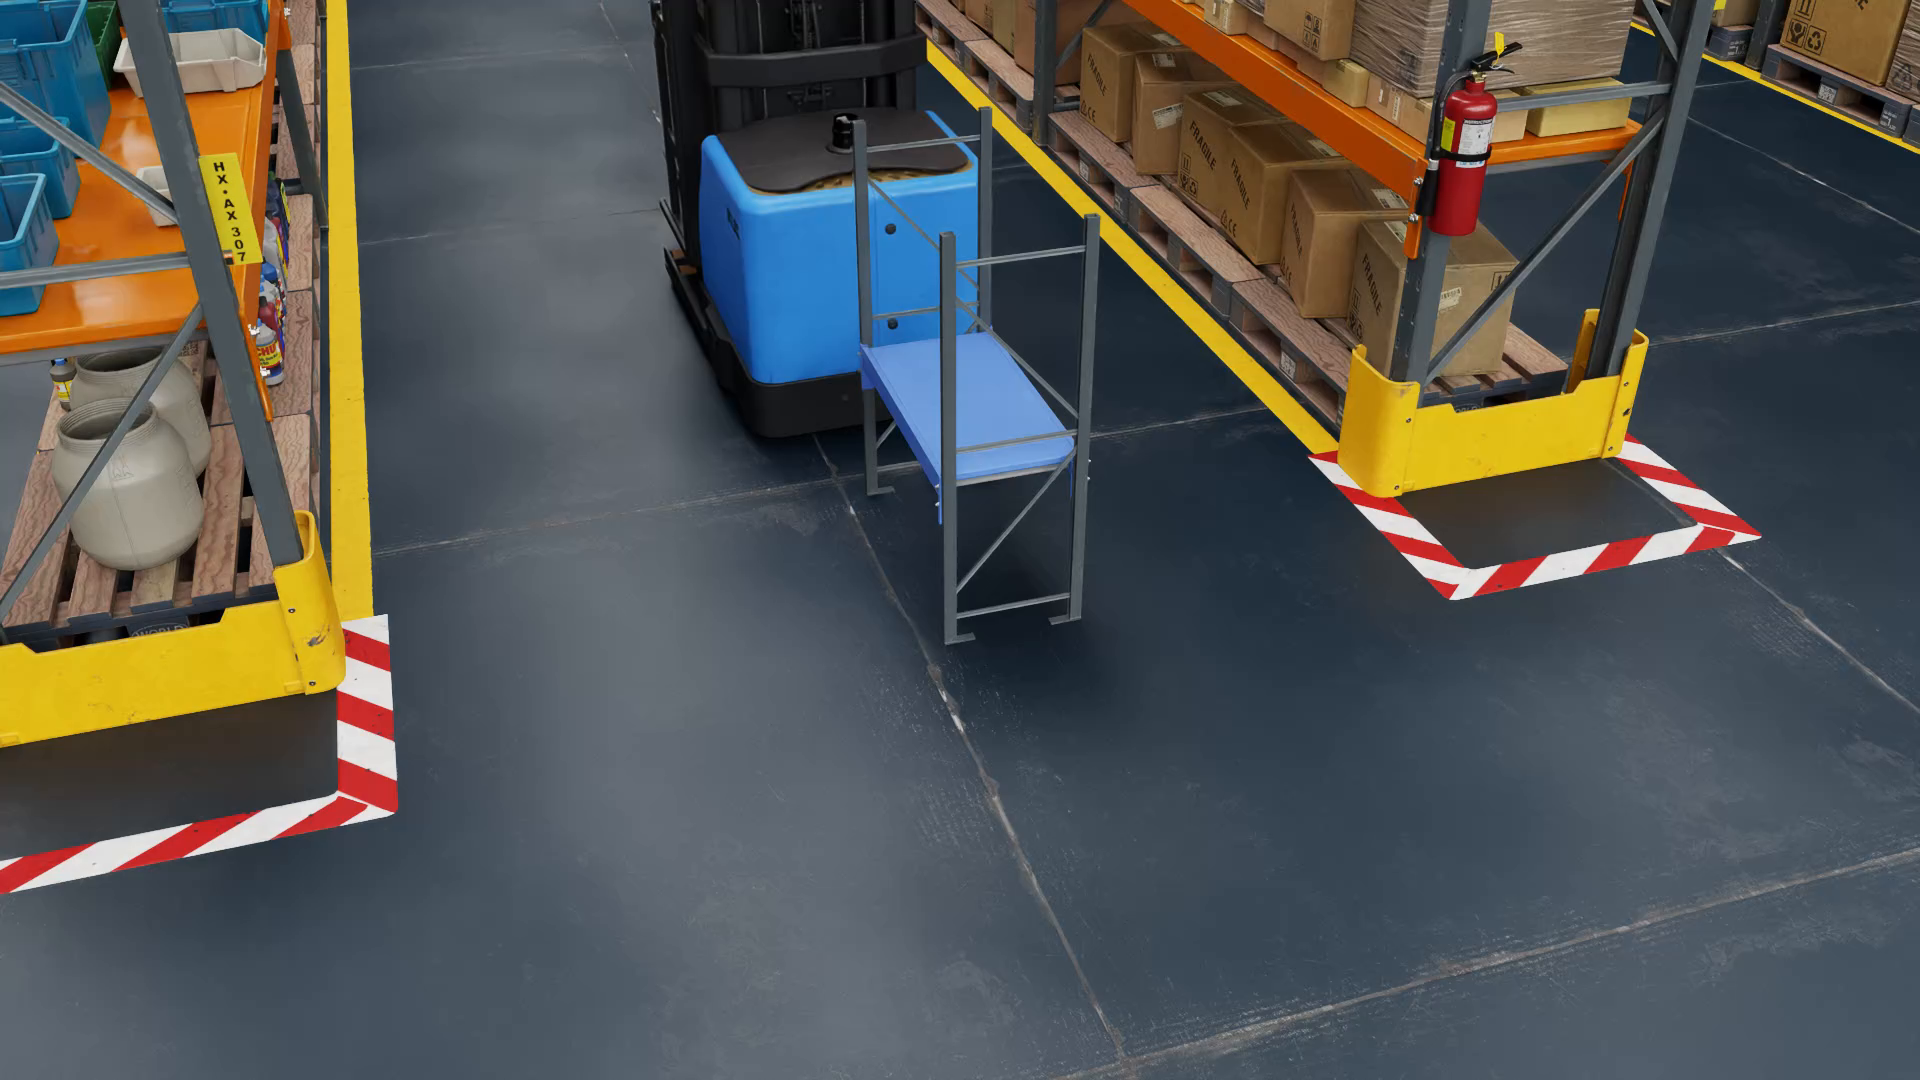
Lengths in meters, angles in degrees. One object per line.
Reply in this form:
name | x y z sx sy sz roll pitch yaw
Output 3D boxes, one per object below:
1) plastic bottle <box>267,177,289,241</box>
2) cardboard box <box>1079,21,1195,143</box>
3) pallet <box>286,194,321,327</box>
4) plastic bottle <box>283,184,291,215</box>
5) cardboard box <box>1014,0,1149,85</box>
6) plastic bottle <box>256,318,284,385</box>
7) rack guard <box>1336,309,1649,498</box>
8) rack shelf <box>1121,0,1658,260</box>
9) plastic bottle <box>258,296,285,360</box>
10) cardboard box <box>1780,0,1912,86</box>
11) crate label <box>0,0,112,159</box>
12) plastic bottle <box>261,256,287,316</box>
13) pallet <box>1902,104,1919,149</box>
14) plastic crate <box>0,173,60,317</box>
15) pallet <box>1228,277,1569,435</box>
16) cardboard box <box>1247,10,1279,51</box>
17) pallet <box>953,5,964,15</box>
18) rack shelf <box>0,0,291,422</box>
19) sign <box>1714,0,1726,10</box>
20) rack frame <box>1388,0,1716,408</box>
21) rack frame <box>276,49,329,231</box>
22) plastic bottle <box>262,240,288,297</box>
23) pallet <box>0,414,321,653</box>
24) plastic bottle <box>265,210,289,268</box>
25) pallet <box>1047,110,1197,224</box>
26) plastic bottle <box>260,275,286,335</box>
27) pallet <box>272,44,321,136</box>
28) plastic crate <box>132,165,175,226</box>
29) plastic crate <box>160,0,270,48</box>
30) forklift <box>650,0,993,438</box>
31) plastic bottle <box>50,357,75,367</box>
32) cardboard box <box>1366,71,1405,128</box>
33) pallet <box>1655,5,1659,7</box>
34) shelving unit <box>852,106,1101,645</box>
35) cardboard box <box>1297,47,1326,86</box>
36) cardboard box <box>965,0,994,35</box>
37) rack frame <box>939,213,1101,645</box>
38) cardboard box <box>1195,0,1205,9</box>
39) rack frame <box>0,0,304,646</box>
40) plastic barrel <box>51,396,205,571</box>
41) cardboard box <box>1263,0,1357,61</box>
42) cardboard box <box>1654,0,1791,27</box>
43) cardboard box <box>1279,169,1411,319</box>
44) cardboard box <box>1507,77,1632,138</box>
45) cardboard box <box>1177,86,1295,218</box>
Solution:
plastic bottle | -3.327 -1.612 7.972 0.144 0.351 0.185 -11 35 -16
cardboard box | 1.003 -2.572 9.307 0.500 0.500 0.500 -11 35 -16
pallet | -3.633 -1.300 8.026 1.003 0.211 1.213 -10 35 -15
plastic bottle | -3.391 -1.701 8.243 0.097 0.201 0.097 0 33 0
cardboard box | 0.752 -3.123 10.123 0.700 0.500 0.500 -13 36 -18
plastic bottle | -2.834 -0.773 6.774 0.097 0.271 0.097 0 33 0
rack guard | 2.116 -0.553 6.633 1.175 0.500 0.348 -10 35 -15
rack shelf | 1.529 -2.306 7.671 1.077 0.370 4.000 -10 35 -15
plastic bottle | -2.886 -0.900 6.955 0.061 0.283 0.133 -9 35 -14
cardboard box | 5.798 -3.384 10.197 0.875 0.875 0.875 -9 35 -14
crate label | -3.397 -1.659 6.007 0.502 0.435 0.616 -10 35 -15
plastic bottle | -3.031 -1.112 7.287 0.097 0.271 0.097 0 33 0
pallet | 6.206 -2.220 9.418 1.003 0.211 1.213 -10 35 -15
plastic crate | -3.016 -0.874 4.986 0.499 0.251 0.616 -10 35 -15
pallet | 1.901 -0.865 7.368 1.003 0.211 1.213 -10 35 -15
cardboard box | 1.458 -2.220 7.116 0.380 0.149 0.250 -10 35 -15
pallet | -0.065 -4.182 12.388 1.003 0.211 1.213 -10 35 -15
rack shelf | -3.188 -1.473 6.411 1.077 0.370 4.000 -10 35 -15
sign | 2.655 -2.009 5.783 0.100 0.325 0.005 -10 35 -15
rack frame | 2.139 -1.556 5.884 1.000 3.000 0.127 -10 35 -15
rack frame | -3.798 -2.823 7.802 1.000 3.000 0.127 -10 35 -15
plastic bottle | -3.124 -1.224 7.454 0.152 0.276 0.135 -9 35 -14
pallet | -2.889 -0.019 6.087 1.003 0.211 1.213 -10 35 -15
plastic bottle | -3.179 -1.405 7.720 0.061 0.283 0.133 -8 34 -12
pallet | 1.157 -2.146 9.306 1.003 0.211 1.213 -10 35 -15
plastic bottle | -2.969 -1.005 7.126 0.097 0.271 0.097 0 33 0
pallet | -4.451 -2.707 10.156 1.003 0.211 1.213 -10 35 -15
plastic crate | -2.545 -1.137 5.489 0.298 0.136 0.250 -10 35 -15
plastic crate | -3.202 -2.226 7.032 0.499 0.251 0.616 -10 35 -15
forklift | -0.807 -2.445 7.291 1.130 2.935 3.031 -11 35 -16
plastic bottle | -3.609 -0.722 6.687 0.061 0.283 0.133 -9 35 -14
cardboard box | 1.780 -1.697 6.326 0.380 0.149 0.250 -10 35 -15
pallet | 4.990 -4.308 12.578 1.003 0.211 1.213 -10 35 -15
shelving unit | 0.026 -0.581 5.769 0.538 1.500 1.048 -10 35 -15
cardboard box | 1.593 -1.954 6.714 0.380 0.149 0.250 -10 35 -15
cardboard box | 0.453 -3.670 10.951 0.700 0.500 0.500 -13 36 -19
rack frame | 0.181 -0.314 5.365 0.500 1.500 0.032 -10 35 -15
cardboard box | 1.288 -2.479 7.509 0.380 0.149 0.250 -10 35 -15
rack frame | -2.578 -0.723 4.623 1.000 3.000 0.127 -10 35 -15
plastic barrel | -2.852 -0.193 5.697 0.421 0.512 0.421 0 33 0
cardboard box | 1.730 -2.258 6.585 0.875 0.500 0.500 -10 35 -15
cardboard box | 5.398 -3.985 11.219 1.050 0.750 0.750 -10 35 -15
cardboard box | 1.749 -1.327 7.424 0.500 0.500 0.500 -1 33 -2
cardboard box | 2.279 -1.641 6.240 0.380 0.149 0.250 -10 35 -15
cardboard box | 1.449 -1.960 8.381 0.500 0.500 0.500 -13 36 -19
